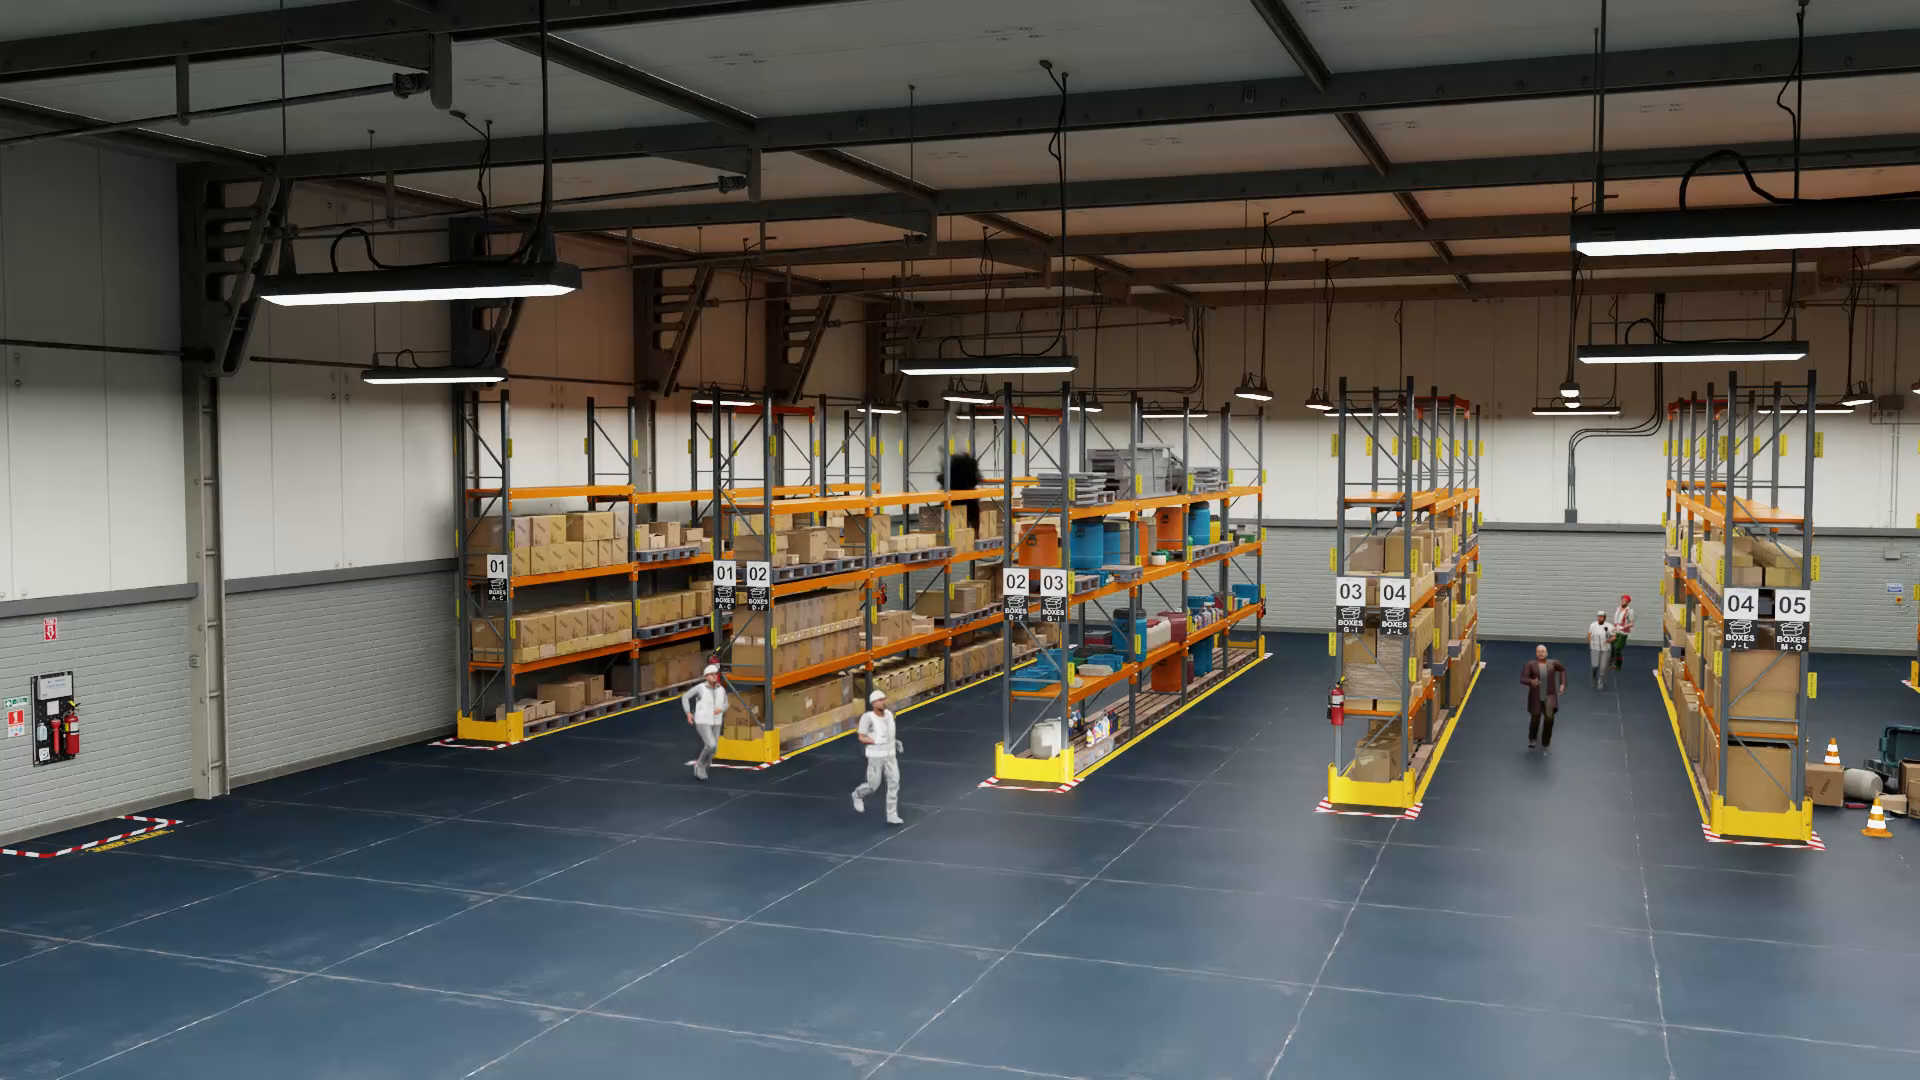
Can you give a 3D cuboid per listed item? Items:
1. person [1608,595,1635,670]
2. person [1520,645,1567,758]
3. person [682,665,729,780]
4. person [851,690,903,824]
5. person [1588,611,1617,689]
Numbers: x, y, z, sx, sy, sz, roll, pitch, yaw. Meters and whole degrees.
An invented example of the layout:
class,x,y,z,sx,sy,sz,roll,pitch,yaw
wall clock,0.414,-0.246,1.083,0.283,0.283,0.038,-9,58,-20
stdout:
class,x,y,z,sx,sy,sz,roll,pitch,yaw
person,14.755,2.076,37.228,0.635,1.715,0.700,-2,4,-33
person,9.540,2.623,27.213,0.730,1.830,0.969,1,3,18
person,-3.783,2.745,25.045,0.653,1.720,0.656,-3,4,-42
person,-1.081,2.894,22.284,0.697,1.759,0.898,-3,4,-43
person,13.286,2.283,34.451,0.586,1.633,0.592,2,4,26
